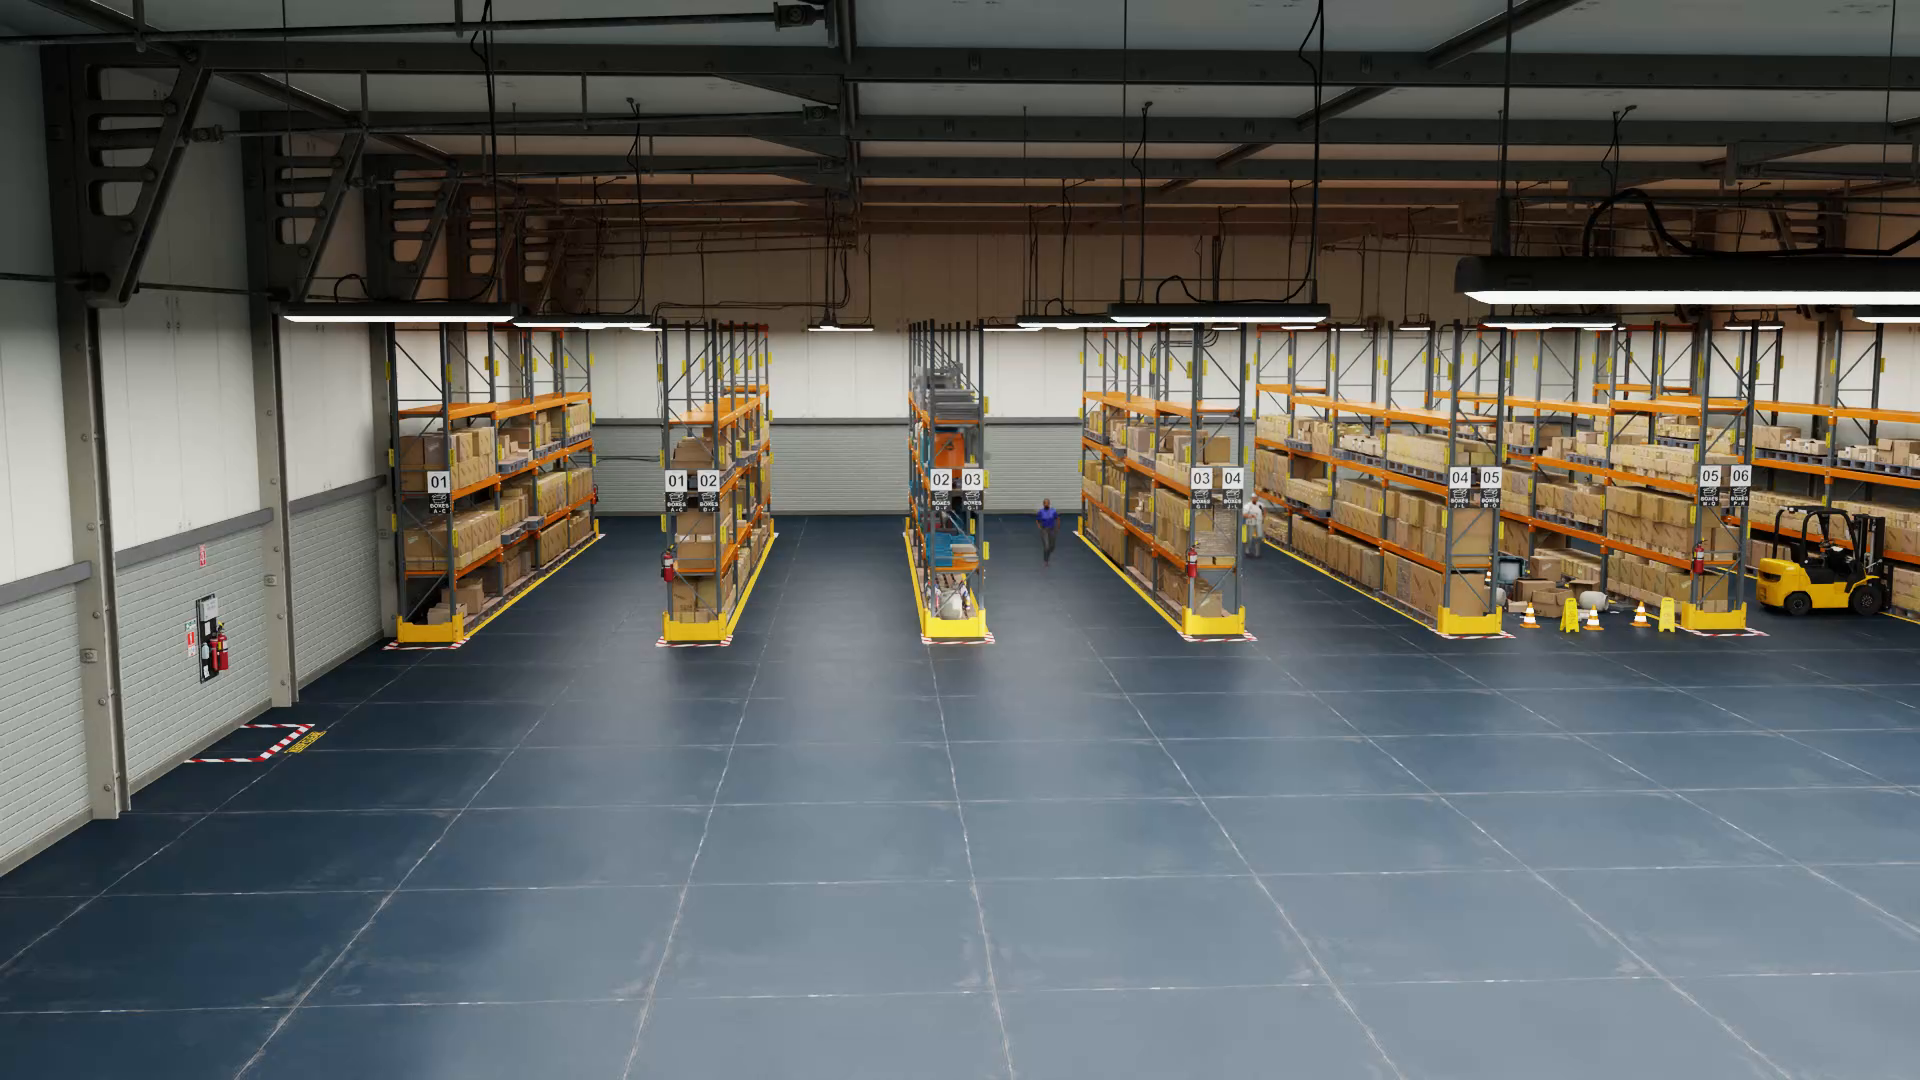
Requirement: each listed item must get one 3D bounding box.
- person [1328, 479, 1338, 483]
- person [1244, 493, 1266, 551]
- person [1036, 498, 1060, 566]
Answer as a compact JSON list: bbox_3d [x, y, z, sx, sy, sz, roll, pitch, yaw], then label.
[{"bbox_3d":[10.969,-1.260,49.398,0.951,1.729,0.646,0,7,-4],"label":"person"},{"bbox_3d":[7.606,-0.448,42.858,0.613,1.538,0.812,0,7,1],"label":"person"},{"bbox_3d":[2.072,-0.195,39.312,0.584,1.596,0.631,0,7,-3],"label":"person"}]
